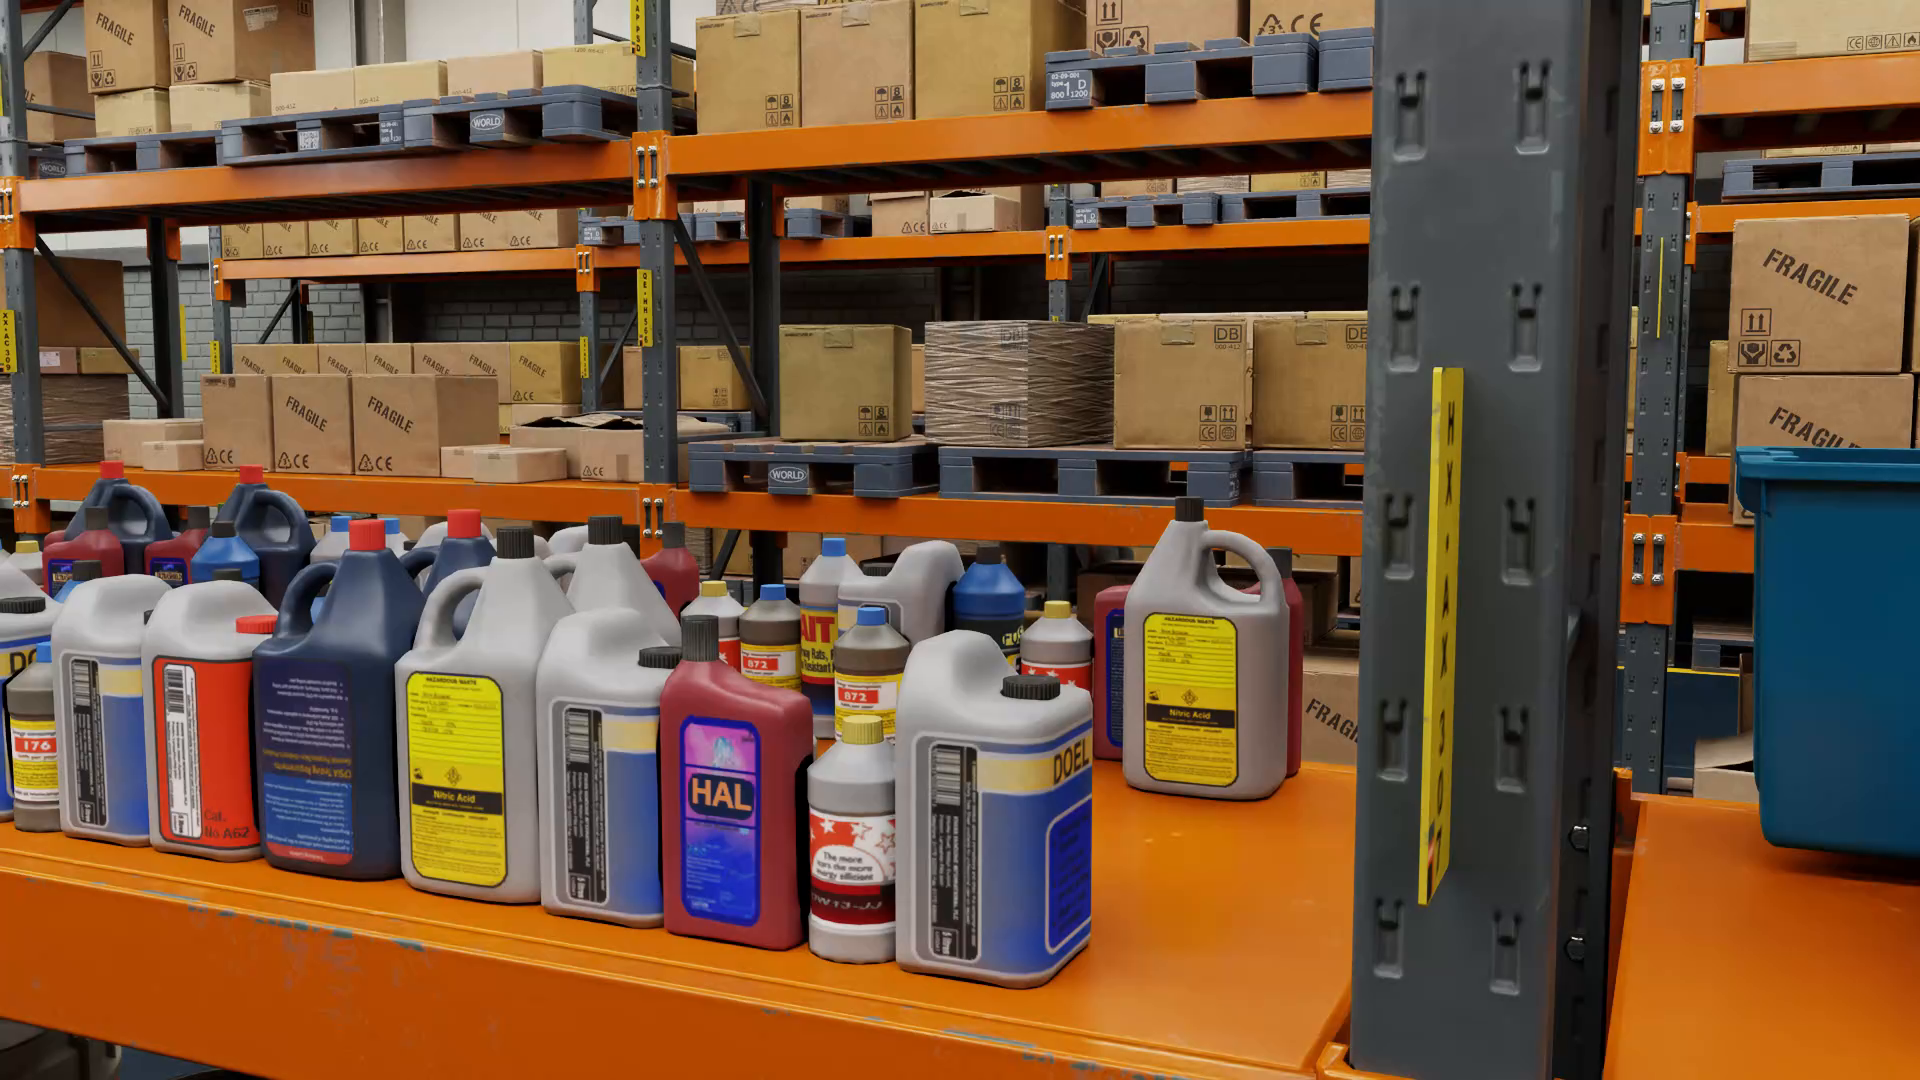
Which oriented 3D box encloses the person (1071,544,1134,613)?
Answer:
[{"bbox_3d":[0.779,0.006,9.576,0.640,1.633,0.441,3,6,28],"label":"person"}]
